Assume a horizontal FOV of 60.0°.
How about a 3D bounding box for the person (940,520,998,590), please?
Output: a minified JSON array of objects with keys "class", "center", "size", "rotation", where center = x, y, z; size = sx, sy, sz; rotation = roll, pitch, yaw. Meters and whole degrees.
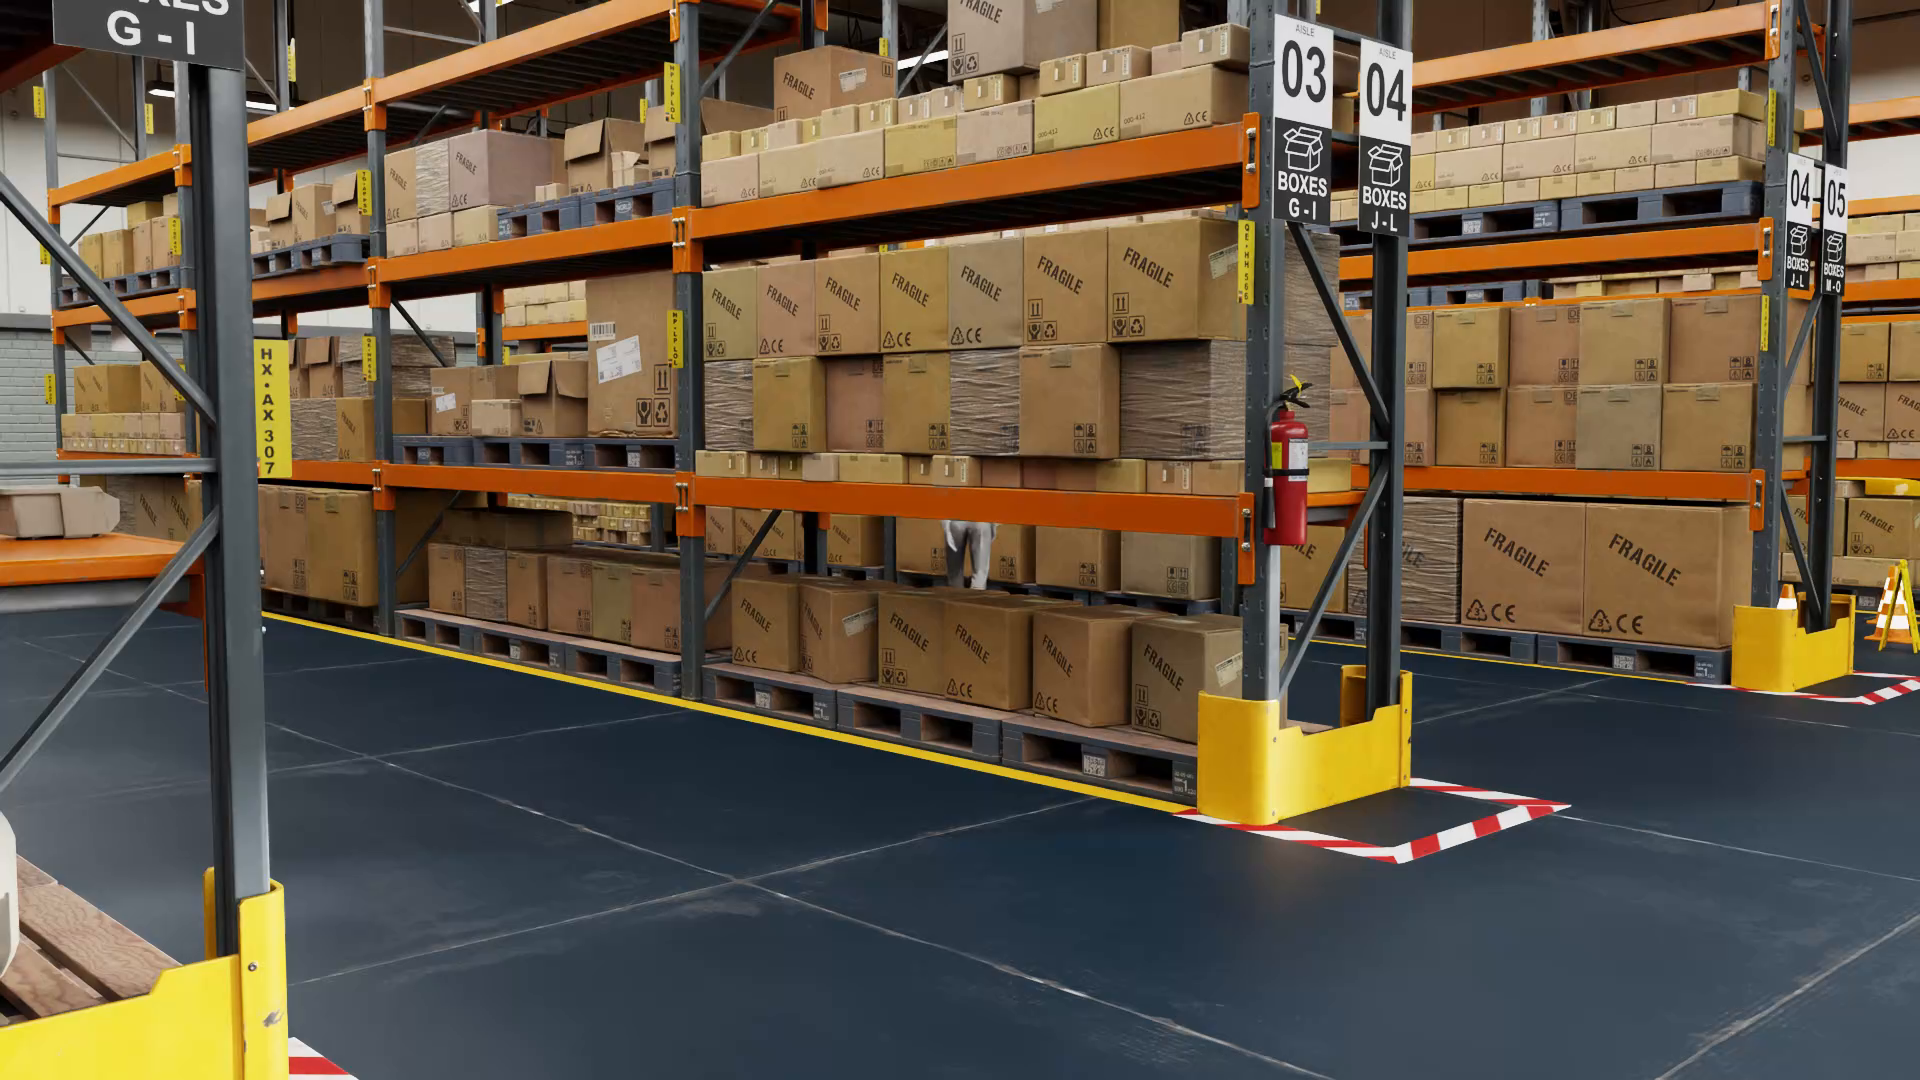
[{"class":"person","center":[0.070,-0.092,12.386],"size":[0.471,1.620,0.970],"rotation":[0,4,3]}]
